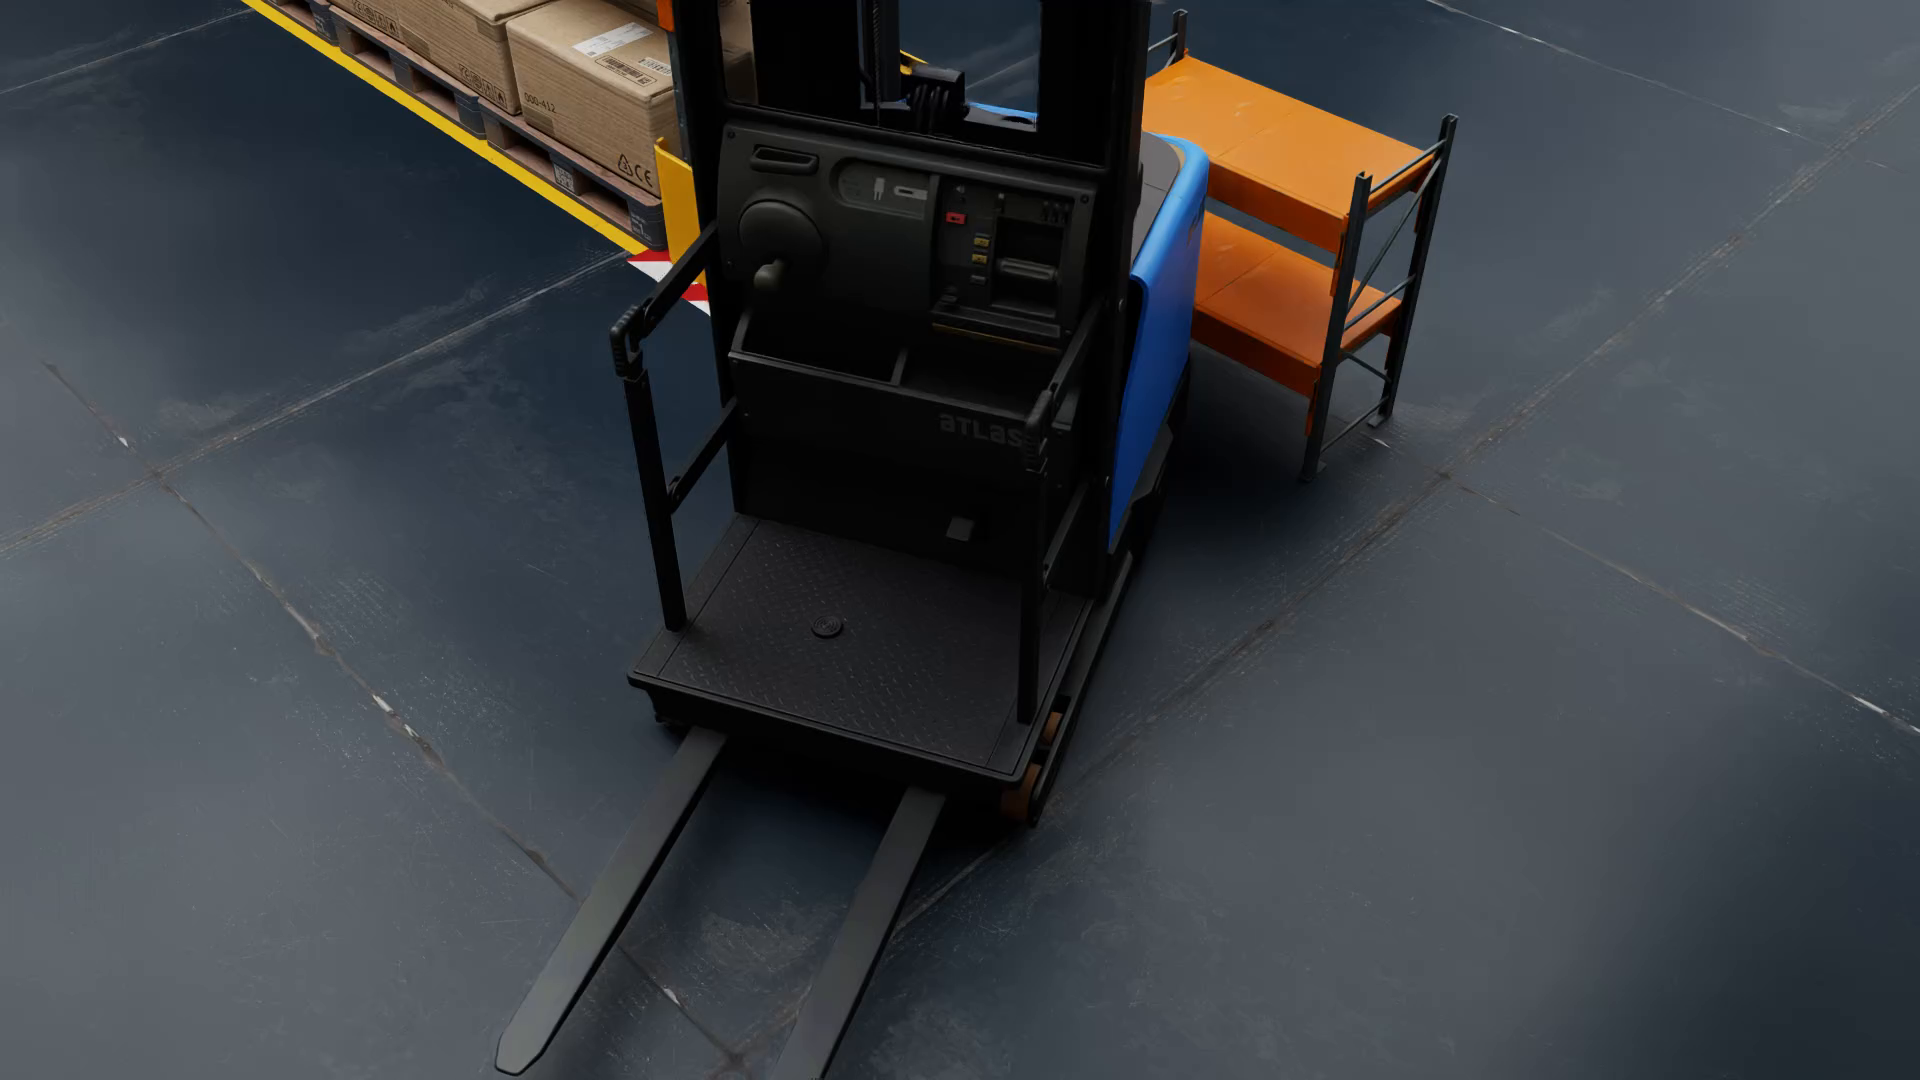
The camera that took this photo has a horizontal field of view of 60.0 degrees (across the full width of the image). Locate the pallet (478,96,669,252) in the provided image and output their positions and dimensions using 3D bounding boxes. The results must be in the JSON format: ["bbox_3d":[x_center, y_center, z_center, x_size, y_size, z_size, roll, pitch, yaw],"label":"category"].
[{"bbox_3d":[-1.247,-1.714,6.950,1.003,0.211,1.213,-34,53,-31],"label":"pallet"}]

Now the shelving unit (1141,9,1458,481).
[{"bbox_3d":[0.936,-0.973,5.474,1.048,1.125,0.538,33,52,30],"label":"shelving unit"}]

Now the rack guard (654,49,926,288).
[{"bbox_3d":[-0.610,-1.462,6.464,1.175,0.500,0.348,-34,53,-31],"label":"rack guard"}]

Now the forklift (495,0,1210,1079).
[{"bbox_3d":[-0.210,-0.644,3.787,1.130,2.935,3.031,13,44,14],"label":"forklift"}]

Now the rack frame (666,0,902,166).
[{"bbox_3d":[-0.626,-2.392,5.628,1.000,3.000,0.127,-34,53,-31],"label":"rack frame"}]

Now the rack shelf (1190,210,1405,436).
[{"bbox_3d":[0.936,-0.793,5.640,1.000,0.278,0.538,33,52,30],"label":"rack shelf"}]

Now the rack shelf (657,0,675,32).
[{"bbox_3d":[-2.039,-3.089,6.912,1.077,0.370,4.000,-34,53,-31],"label":"rack shelf"}]

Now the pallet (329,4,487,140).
[{"bbox_3d":[-2.104,-2.301,7.584,1.003,0.211,1.213,-34,53,-31],"label":"pallet"}]

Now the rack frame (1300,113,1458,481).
[{"bbox_3d":[1.304,-0.735,5.216,0.032,1.125,0.500,33,52,30],"label":"rack frame"}]

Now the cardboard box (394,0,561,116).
[{"bbox_3d":[-1.816,-2.310,7.118,0.875,0.438,0.875,-33,52,-30],"label":"cardboard box"}]

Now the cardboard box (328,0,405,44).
[{"bbox_3d":[-2.451,-2.744,7.588,0.875,0.438,0.875,33,52,30],"label":"cardboard box"}]

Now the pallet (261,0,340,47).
[{"bbox_3d":[-2.970,-2.887,8.219,1.003,0.211,1.213,-34,53,-31],"label":"pallet"}]

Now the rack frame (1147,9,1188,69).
[{"bbox_3d":[0.569,-1.211,5.732,0.032,1.125,0.500,33,52,30],"label":"rack frame"}]

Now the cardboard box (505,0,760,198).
[{"bbox_3d":[-1.163,-1.874,6.647,0.875,0.438,0.875,32,52,30],"label":"cardboard box"}]

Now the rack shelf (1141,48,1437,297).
[{"bbox_3d":[0.936,-1.188,5.275,1.000,0.278,0.538,33,52,30],"label":"rack shelf"}]
